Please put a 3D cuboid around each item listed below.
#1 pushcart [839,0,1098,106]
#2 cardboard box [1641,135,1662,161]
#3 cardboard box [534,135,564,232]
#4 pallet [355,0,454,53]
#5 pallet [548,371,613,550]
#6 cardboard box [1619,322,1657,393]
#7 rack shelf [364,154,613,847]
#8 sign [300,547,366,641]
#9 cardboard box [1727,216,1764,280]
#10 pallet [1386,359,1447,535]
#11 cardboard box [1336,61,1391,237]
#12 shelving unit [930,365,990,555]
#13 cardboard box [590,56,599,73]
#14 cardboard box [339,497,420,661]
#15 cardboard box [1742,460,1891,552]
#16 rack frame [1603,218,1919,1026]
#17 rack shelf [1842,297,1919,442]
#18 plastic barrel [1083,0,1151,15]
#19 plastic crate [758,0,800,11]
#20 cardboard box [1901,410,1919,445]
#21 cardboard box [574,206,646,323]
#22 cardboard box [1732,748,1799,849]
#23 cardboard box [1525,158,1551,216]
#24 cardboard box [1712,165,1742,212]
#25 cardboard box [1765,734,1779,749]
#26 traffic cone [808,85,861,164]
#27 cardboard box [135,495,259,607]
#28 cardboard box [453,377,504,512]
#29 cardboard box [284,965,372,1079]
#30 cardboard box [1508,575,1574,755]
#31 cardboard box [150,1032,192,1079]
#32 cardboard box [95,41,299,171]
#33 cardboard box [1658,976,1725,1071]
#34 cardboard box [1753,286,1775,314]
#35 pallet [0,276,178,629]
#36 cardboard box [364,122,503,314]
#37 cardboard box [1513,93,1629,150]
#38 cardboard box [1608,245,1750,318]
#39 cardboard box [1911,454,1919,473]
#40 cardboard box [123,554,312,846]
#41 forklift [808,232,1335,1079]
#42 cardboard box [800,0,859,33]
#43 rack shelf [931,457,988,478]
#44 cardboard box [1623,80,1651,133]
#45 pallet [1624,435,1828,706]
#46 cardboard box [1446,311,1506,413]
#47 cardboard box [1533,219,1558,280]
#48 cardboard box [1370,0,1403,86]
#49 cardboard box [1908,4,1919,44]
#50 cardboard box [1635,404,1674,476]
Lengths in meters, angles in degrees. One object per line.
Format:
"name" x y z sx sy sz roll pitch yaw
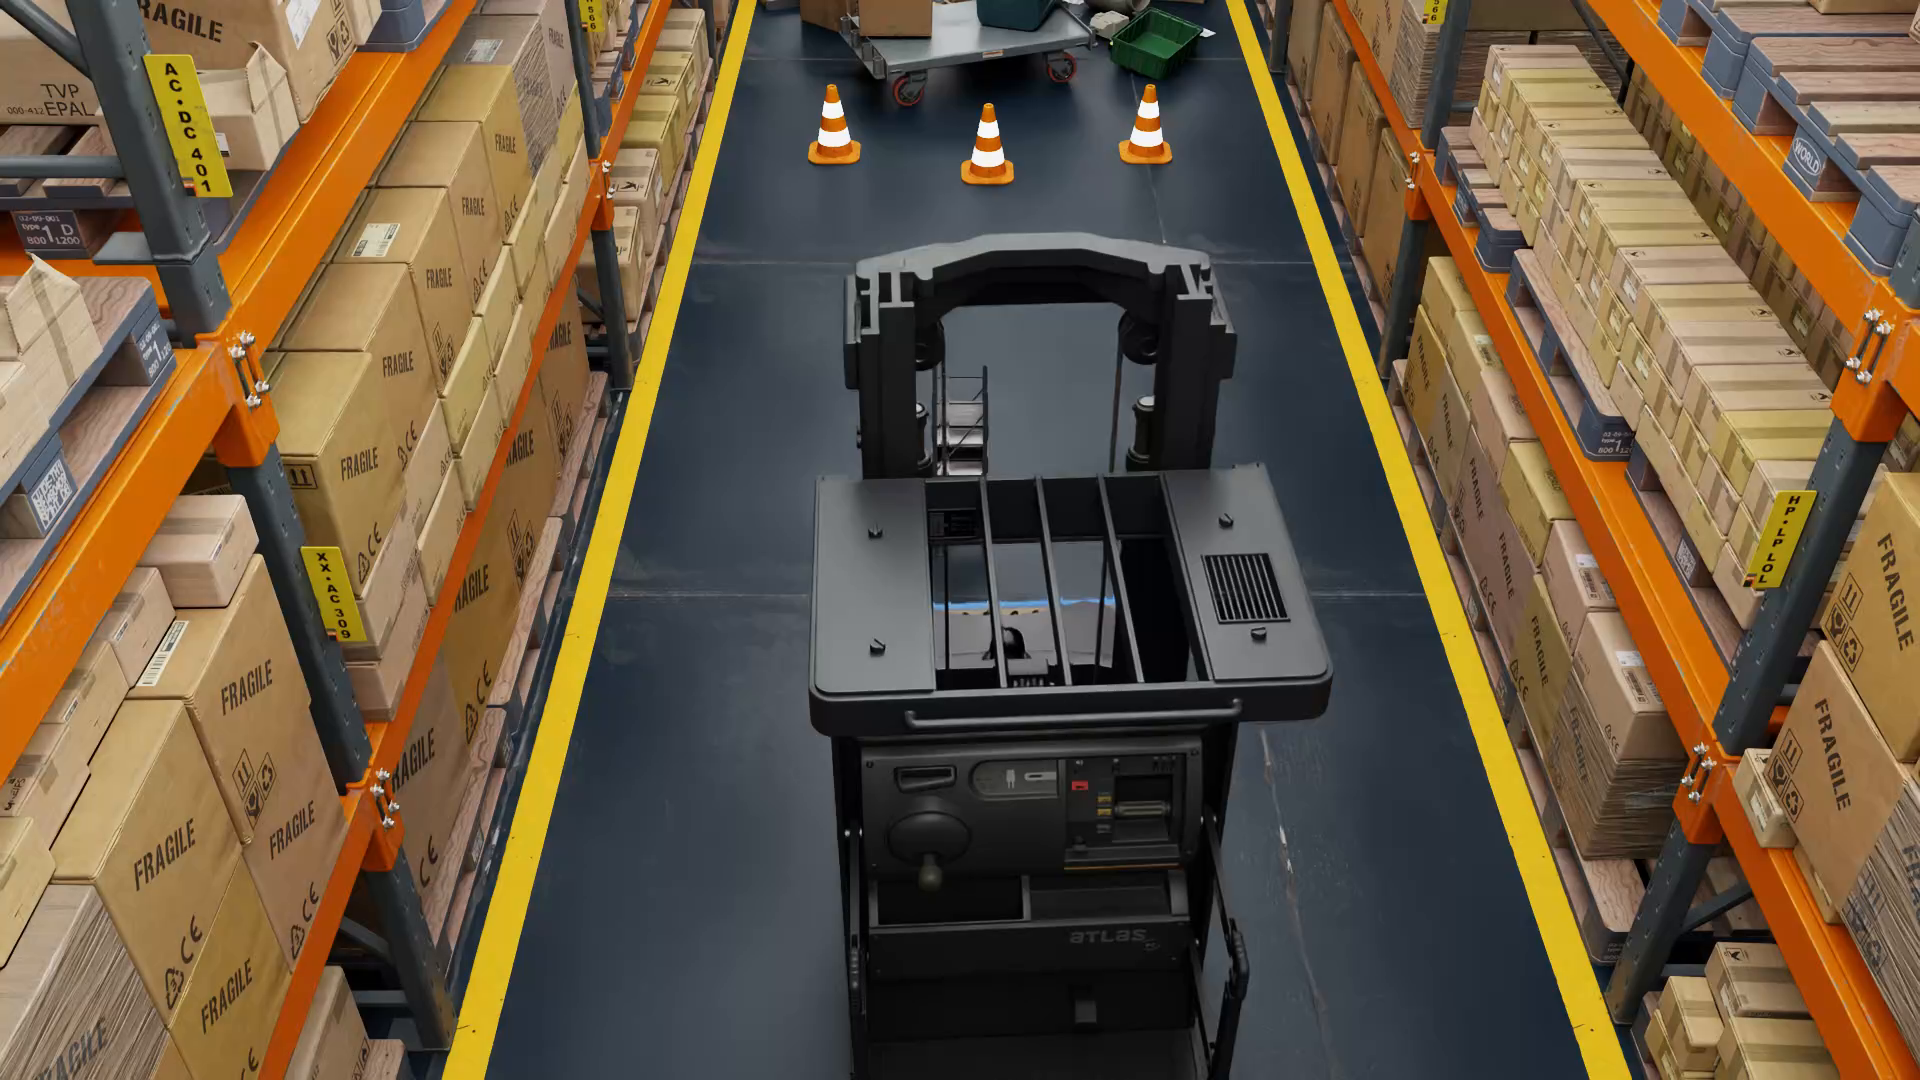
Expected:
"pushcart" 0.055 -3.496 11.811 1.648 0.377 0.936 -13 40 -16
"cardboard box" 3.188 -1.654 7.281 0.380 0.149 0.250 0 39 0
"cardboard box" -1.962 -1.498 6.941 0.500 0.250 0.500 -1 39 -1
"pallet" -2.163 -1.980 5.574 1.003 0.211 1.213 2 39 2
"pallet" -2.295 -0.404 8.085 1.003 0.211 1.213 0 39 0
"cardboard box" 2.533 -0.635 5.771 0.380 0.149 0.250 -2 39 -2
"rack shelf" -2.218 -0.454 6.493 1.077 0.370 4.000 0 39 0
"sign" -1.661 0.146 4.413 0.100 0.325 0.005 0 39 0
"cardboard box" 3.189 -1.119 6.374 0.380 0.149 0.250 1 39 1
"pallet" 2.729 -0.475 8.174 1.003 0.211 1.213 0 39 0
"cardboard box" 2.814 -2.265 9.641 1.050 0.750 0.750 1 39 1
"shelving unit" 0.000 -0.346 7.462 0.258 0.900 0.210 0 39 0
"cardboard box" -2.002 -2.431 8.250 0.380 0.149 0.250 -2 39 -3
"cardboard box" -1.935 0.104 4.941 0.500 0.250 0.500 -1 39 -1
"cardboard box" 2.538 -0.099 4.865 0.380 0.149 0.250 2 39 2
"rack frame" 2.734 0.450 4.790 1.000 3.000 0.127 0 39 0
"rack shelf" 2.736 0.810 2.517 1.077 0.370 4.000 0 39 0
"plastic barrel" 1.189 -4.256 12.723 0.512 0.421 0.421 28 46 30
"plastic crate" -1.407 -4.330 13.089 0.402 0.080 0.583 -13 40 -16
"cardboard box" 3.189 -0.430 5.277 0.380 0.149 0.250 0 39 0
"cardboard box" -2.211 -1.477 8.960 0.950 0.372 0.625 -2 39 -3
"cardboard box" 2.407 0.725 4.648 0.380 0.149 0.250 1 39 2
"cardboard box" 2.536 -1.437 6.772 0.380 0.149 0.250 0 39 0
"cardboard box" 3.185 -1.405 6.494 0.380 0.149 0.250 0 39 0
"cardboard box" 2.997 0.506 5.783 0.500 0.250 0.500 -2 39 -2
"traffic cone" -0.824 -2.722 10.777 0.336 0.463 0.334 0 39 0
"cardboard box" -1.897 0.026 3.920 0.380 0.149 0.250 -1 39 -1
"cardboard box" -1.939 -0.345 5.901 0.500 0.250 0.500 0 39 0
"cardboard box" -2.323 1.745 4.887 0.875 0.438 0.875 -1 39 -1
"cardboard box" 2.481 0.478 6.418 0.500 0.500 0.500 -1 39 -1
"cardboard box" -1.939 1.403 3.520 0.500 0.500 0.500 -1 39 -1
"cardboard box" -1.867 -1.079 4.071 0.396 0.266 0.258 0 39 0
"cardboard box" 2.414 1.509 5.174 0.380 0.149 0.250 2 39 2
"cardboard box" 3.189 -0.837 6.261 0.380 0.149 0.250 -2 39 -2
"pallet" -2.226 -0.108 3.158 1.003 0.211 1.213 0 39 0
"cardboard box" -1.962 -1.143 5.899 0.500 0.500 0.500 -1 39 -1
"cardboard box" 2.535 -1.739 6.911 0.380 0.149 0.250 0 39 0
"cardboard box" 2.537 -0.914 5.882 0.380 0.149 0.250 -2 39 -2
"cardboard box" 3.191 -0.141 5.155 0.380 0.149 0.250 -1 39 -1
"cardboard box" -1.939 0.382 3.995 0.500 0.500 0.500 0 39 0
"forklift" 0.211 0.821 4.382 1.130 2.935 3.031 -2 39 -2
"cardboard box" -0.866 -4.183 12.568 0.500 0.500 0.500 28 46 30
"rack shelf" 0.000 -0.320 7.483 0.258 0.077 0.200 0 39 0
"cardboard box" 3.185 -1.925 7.381 0.380 0.149 0.250 1 39 1
"pallet" 2.878 0.046 5.447 1.003 0.211 1.213 0 39 0
"cardboard box" 2.489 -0.784 7.394 0.500 0.250 0.500 0 39 -1
"cardboard box" 2.533 -1.166 6.671 0.380 0.149 0.250 1 39 1
"cardboard box" 2.461 -2.684 8.621 0.500 0.500 0.500 0 39 0
"cardboard box" 2.943 -1.401 4.436 0.500 0.311 0.500 -1 39 -1
"cardboard box" 2.536 -0.340 5.640 0.380 0.149 0.250 -2 39 -2
